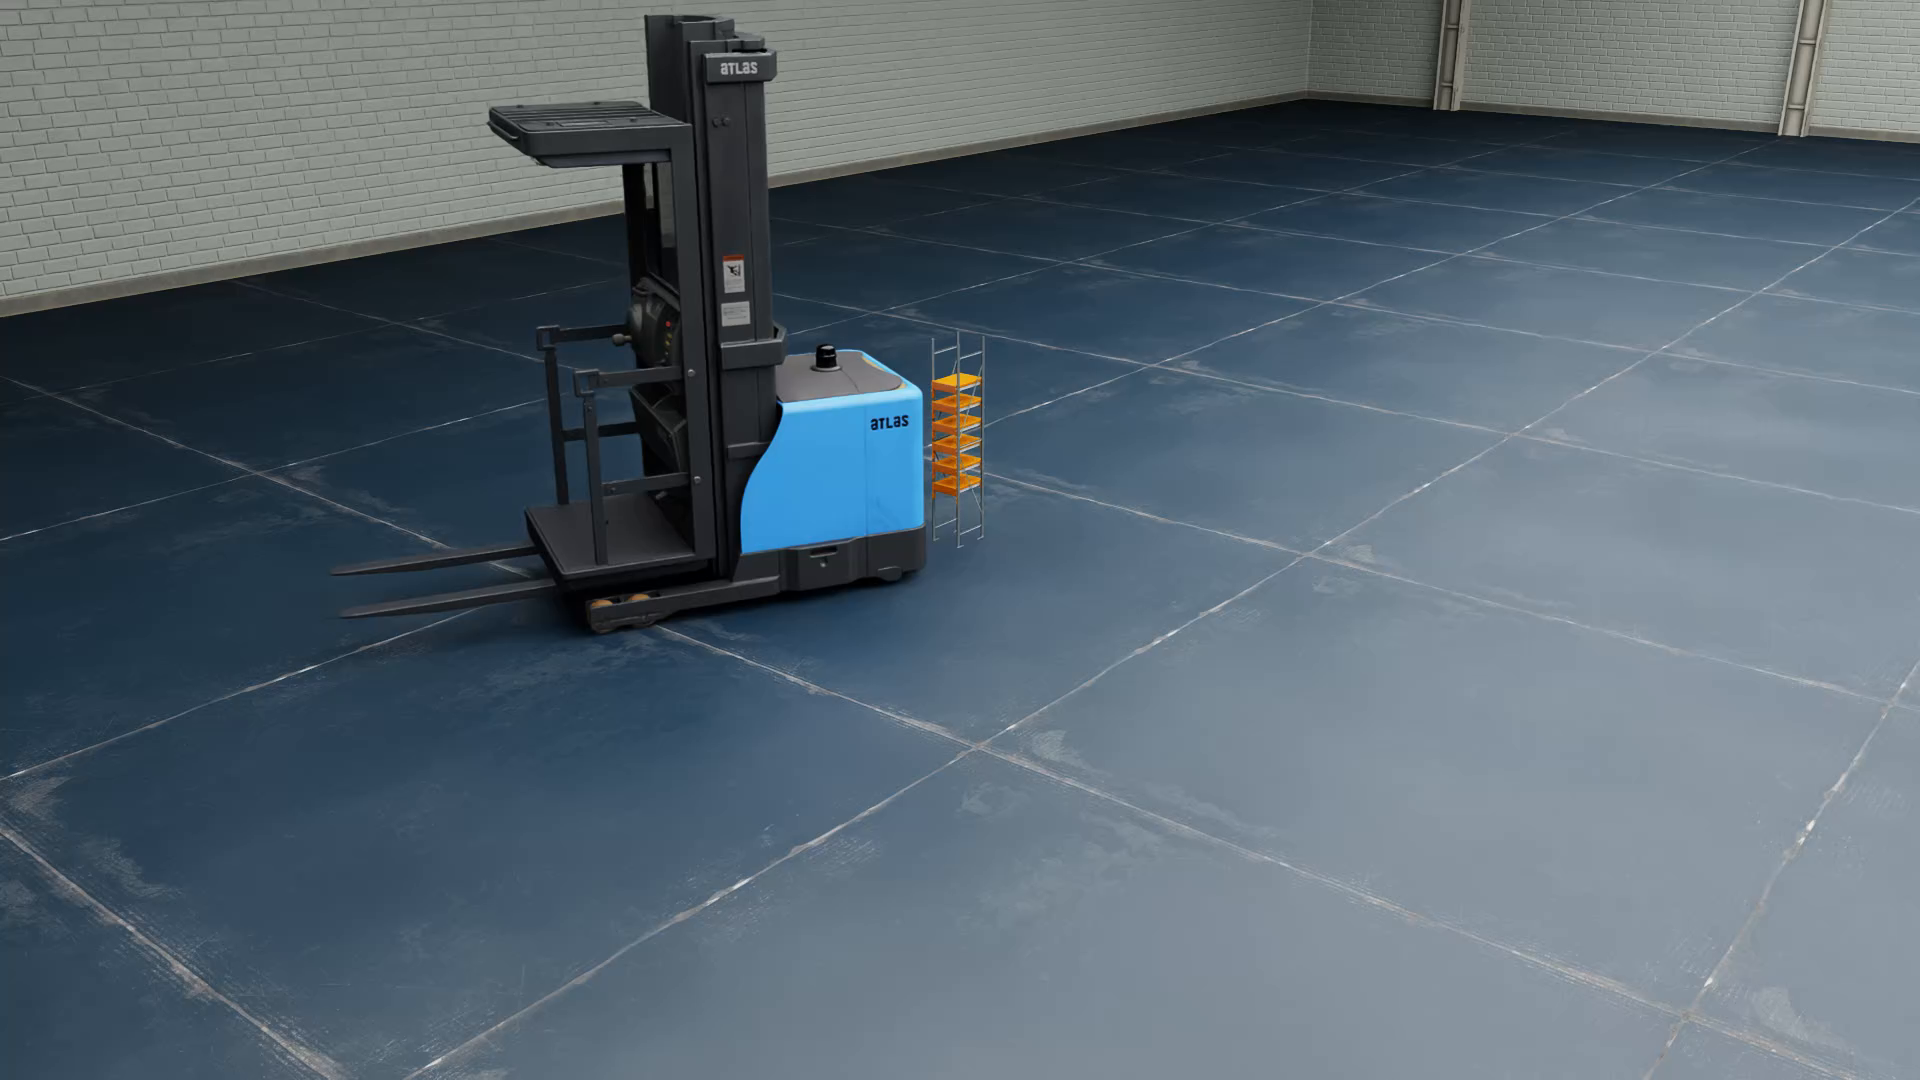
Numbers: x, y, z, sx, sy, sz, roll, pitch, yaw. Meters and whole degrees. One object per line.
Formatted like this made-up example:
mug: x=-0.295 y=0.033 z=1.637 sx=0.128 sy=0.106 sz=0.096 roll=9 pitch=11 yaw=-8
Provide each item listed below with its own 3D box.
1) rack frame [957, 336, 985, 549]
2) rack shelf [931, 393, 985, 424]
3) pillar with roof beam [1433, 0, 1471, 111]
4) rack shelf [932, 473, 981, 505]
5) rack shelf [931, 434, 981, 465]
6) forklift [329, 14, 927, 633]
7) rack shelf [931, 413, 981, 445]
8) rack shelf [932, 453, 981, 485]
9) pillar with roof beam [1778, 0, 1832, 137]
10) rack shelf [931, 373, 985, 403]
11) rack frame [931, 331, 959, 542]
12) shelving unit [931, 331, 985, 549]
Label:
rack frame: x=0.060 y=-0.544 z=9.411 sx=0.006 sy=1.200 sz=0.240 roll=16 pitch=26 yaw=36
rack shelf: x=-0.011 y=-0.748 z=9.396 sx=0.180 sy=0.103 sz=0.258 roll=16 pitch=26 yaw=36
pillar with roof beam: x=6.302 y=-11.020 z=26.137 sx=0.400 sy=9.000 sz=9.100 roll=16 pitch=26 yaw=36
rack shelf: x=-0.011 y=-0.298 z=9.565 sx=0.180 sy=0.103 sz=0.258 roll=16 pitch=26 yaw=36
rack shelf: x=-0.011 y=-0.523 z=9.481 sx=0.180 sy=0.103 sz=0.258 roll=16 pitch=26 yaw=36
forklift: x=-1.748 y=-1.111 z=8.460 sx=3.031 sy=2.935 sz=1.130 roll=-9 pitch=22 yaw=-22
rack shelf: x=-0.011 y=-0.635 z=9.438 sx=0.180 sy=0.103 sz=0.258 roll=16 pitch=26 yaw=36
rack shelf: x=-0.011 y=-0.411 z=9.523 sx=0.180 sy=0.103 sz=0.258 roll=16 pitch=26 yaw=36
pillar with roof beam: x=10.950 y=-9.681 z=22.588 sx=0.400 sy=9.000 sz=9.100 roll=16 pitch=26 yaw=36
rack shelf: x=-0.011 y=-0.860 z=9.354 sx=0.180 sy=0.103 sz=0.258 roll=16 pitch=26 yaw=36
rack frame: x=-0.082 y=-0.585 z=9.519 sx=0.006 sy=1.200 sz=0.240 roll=16 pitch=26 yaw=36
shelving unit: x=-0.011 y=-0.565 z=9.465 sx=0.189 sy=1.200 sz=0.258 roll=16 pitch=26 yaw=36
